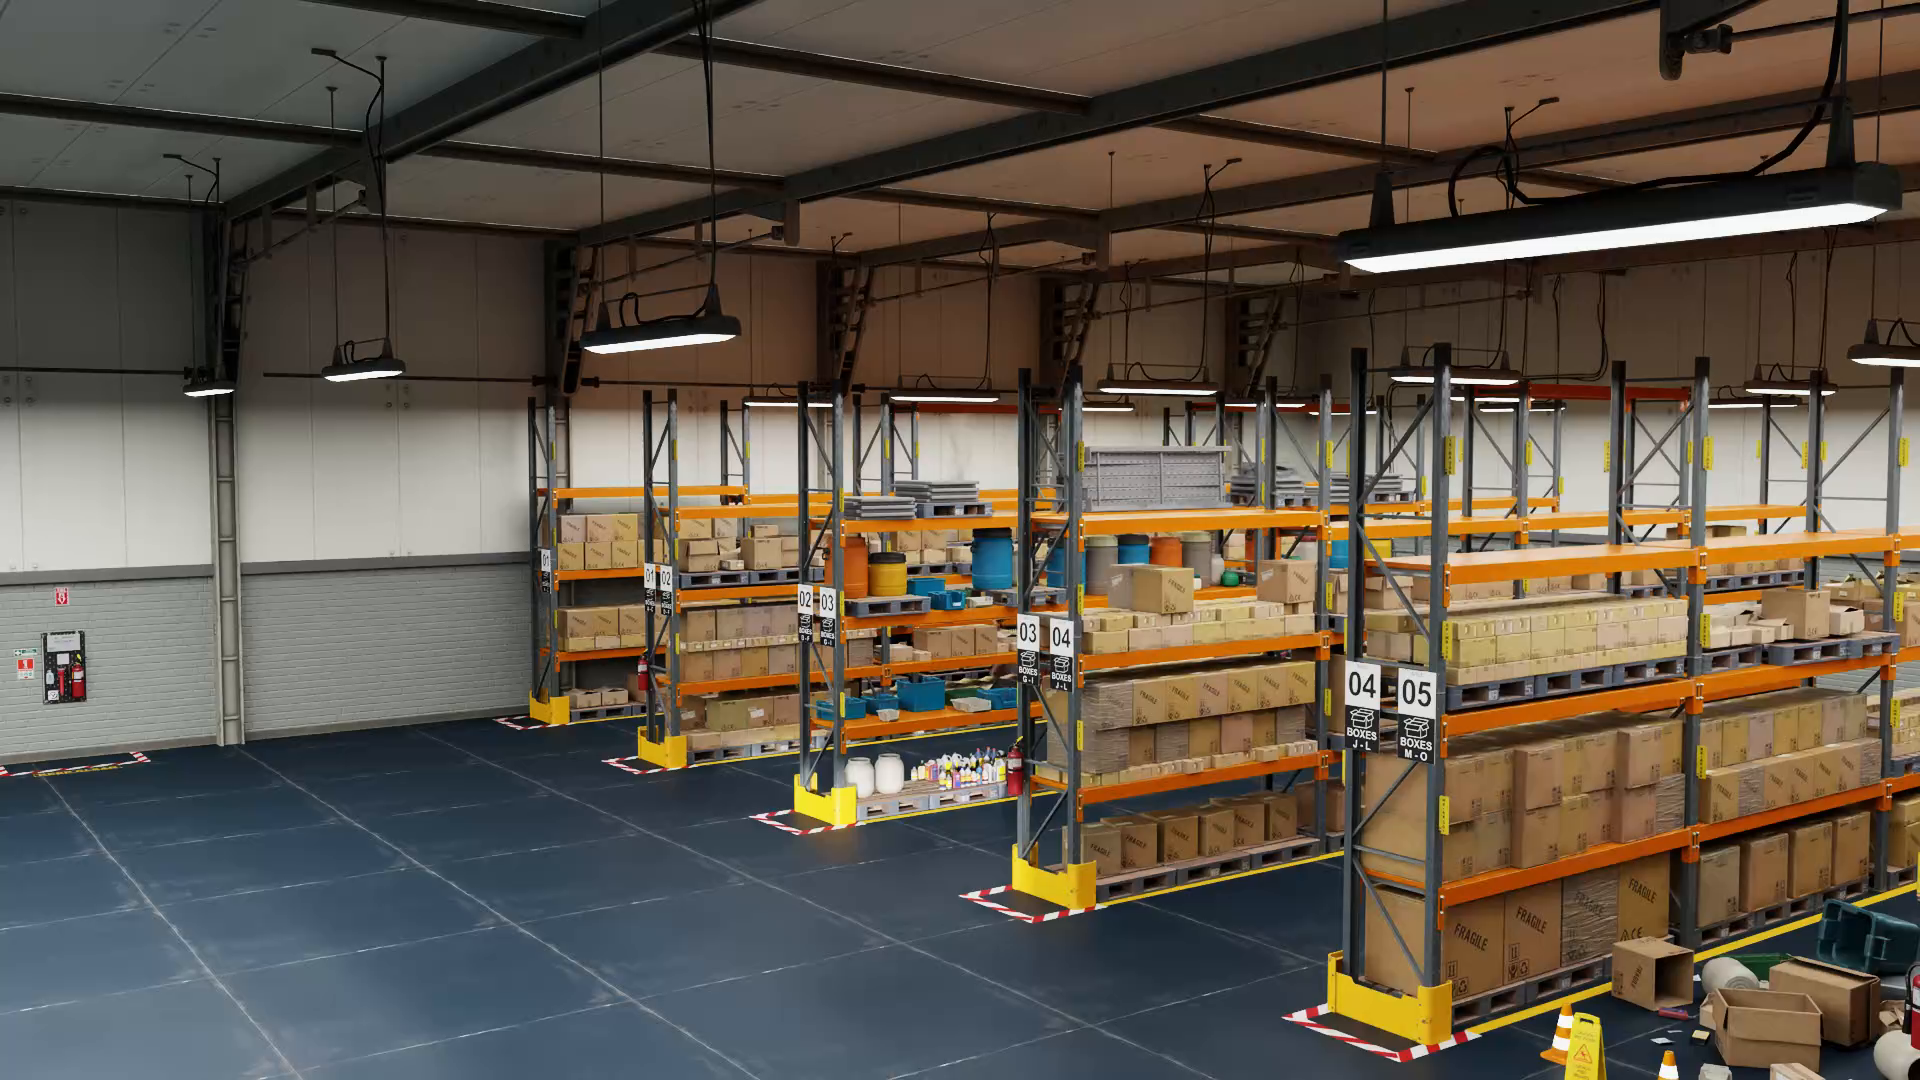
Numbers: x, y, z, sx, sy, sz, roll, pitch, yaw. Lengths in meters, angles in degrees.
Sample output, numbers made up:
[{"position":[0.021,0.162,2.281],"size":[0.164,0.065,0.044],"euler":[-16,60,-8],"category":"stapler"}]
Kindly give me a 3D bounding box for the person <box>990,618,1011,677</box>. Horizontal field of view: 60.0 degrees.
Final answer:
[{"position":[0.786,2.360,33.219],"size":[0.887,1.696,0.529],"euler":[-2,4,-36],"category":"person"}]
